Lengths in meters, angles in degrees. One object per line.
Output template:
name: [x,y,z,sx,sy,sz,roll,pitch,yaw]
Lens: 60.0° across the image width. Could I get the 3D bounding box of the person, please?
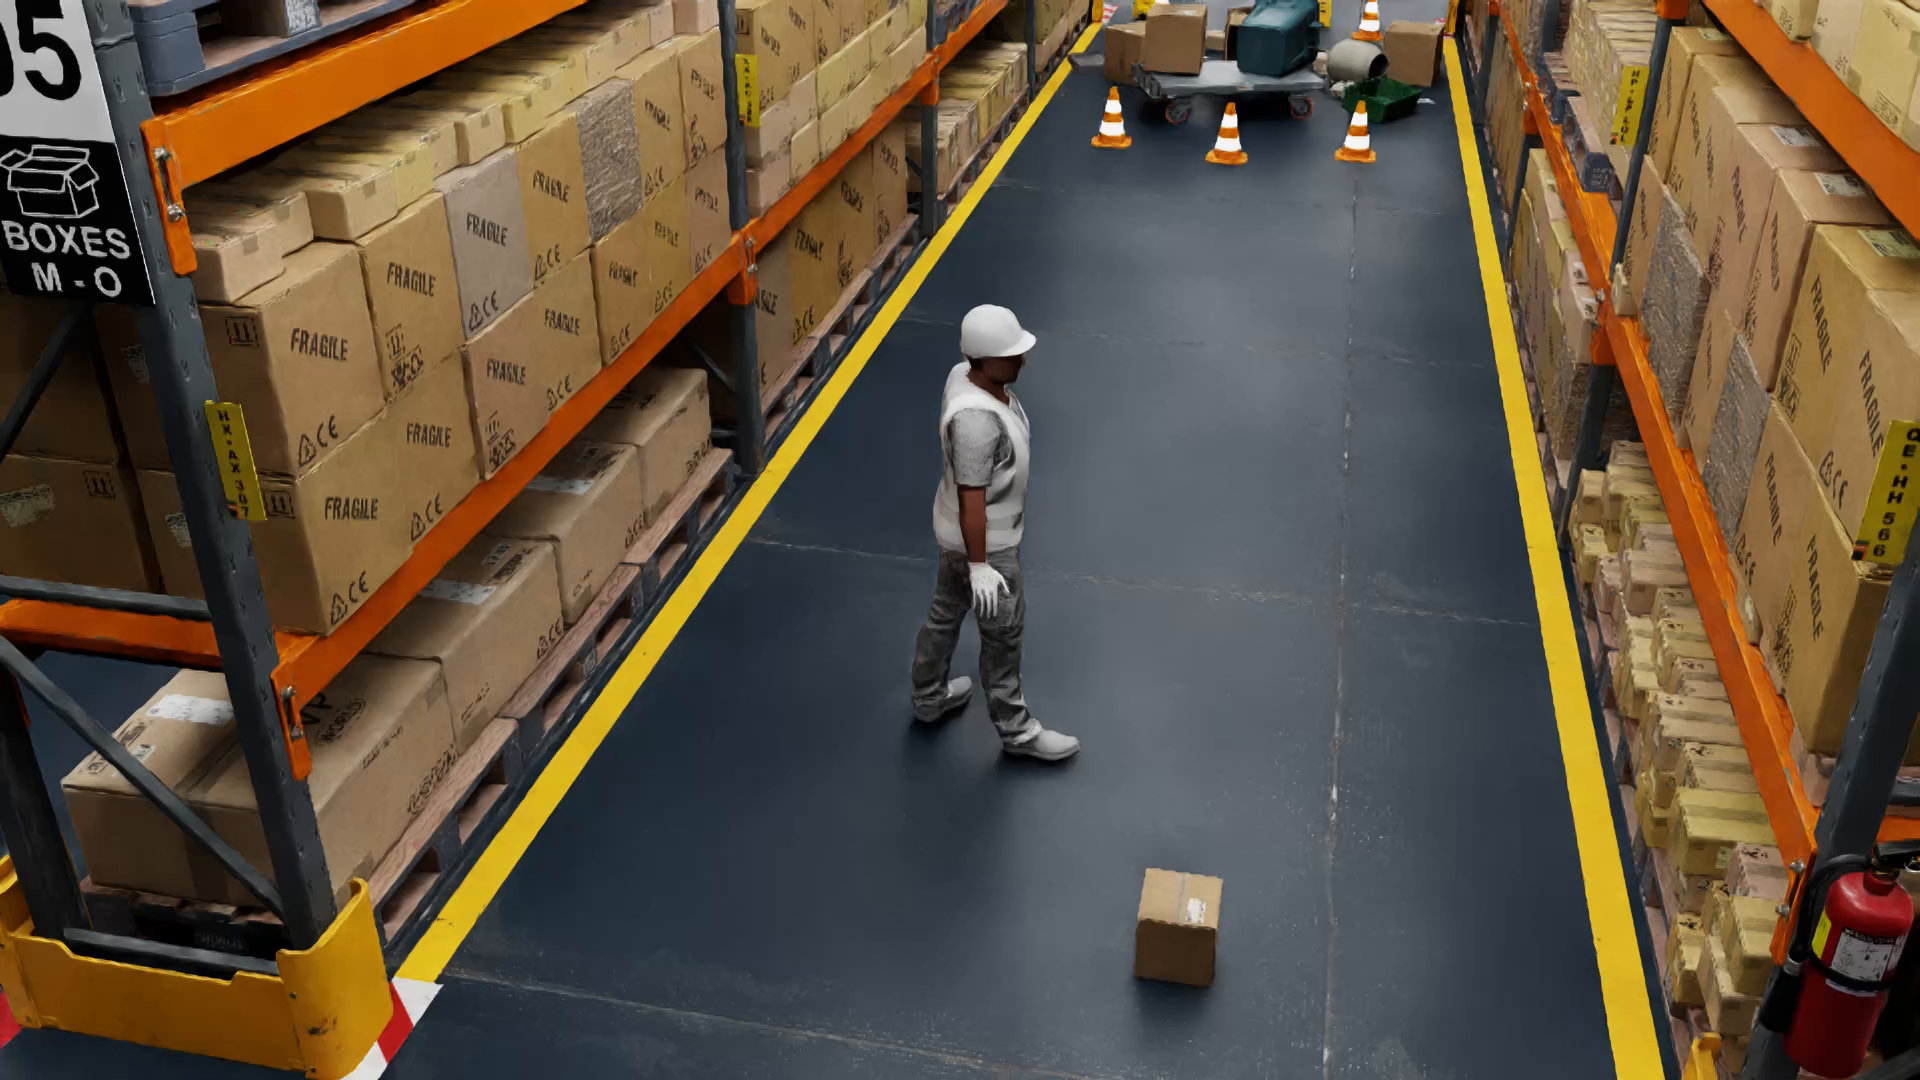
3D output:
person: [0.135,-0.012,6.105,0.639,1.786,0.706,-2,29,-3]
